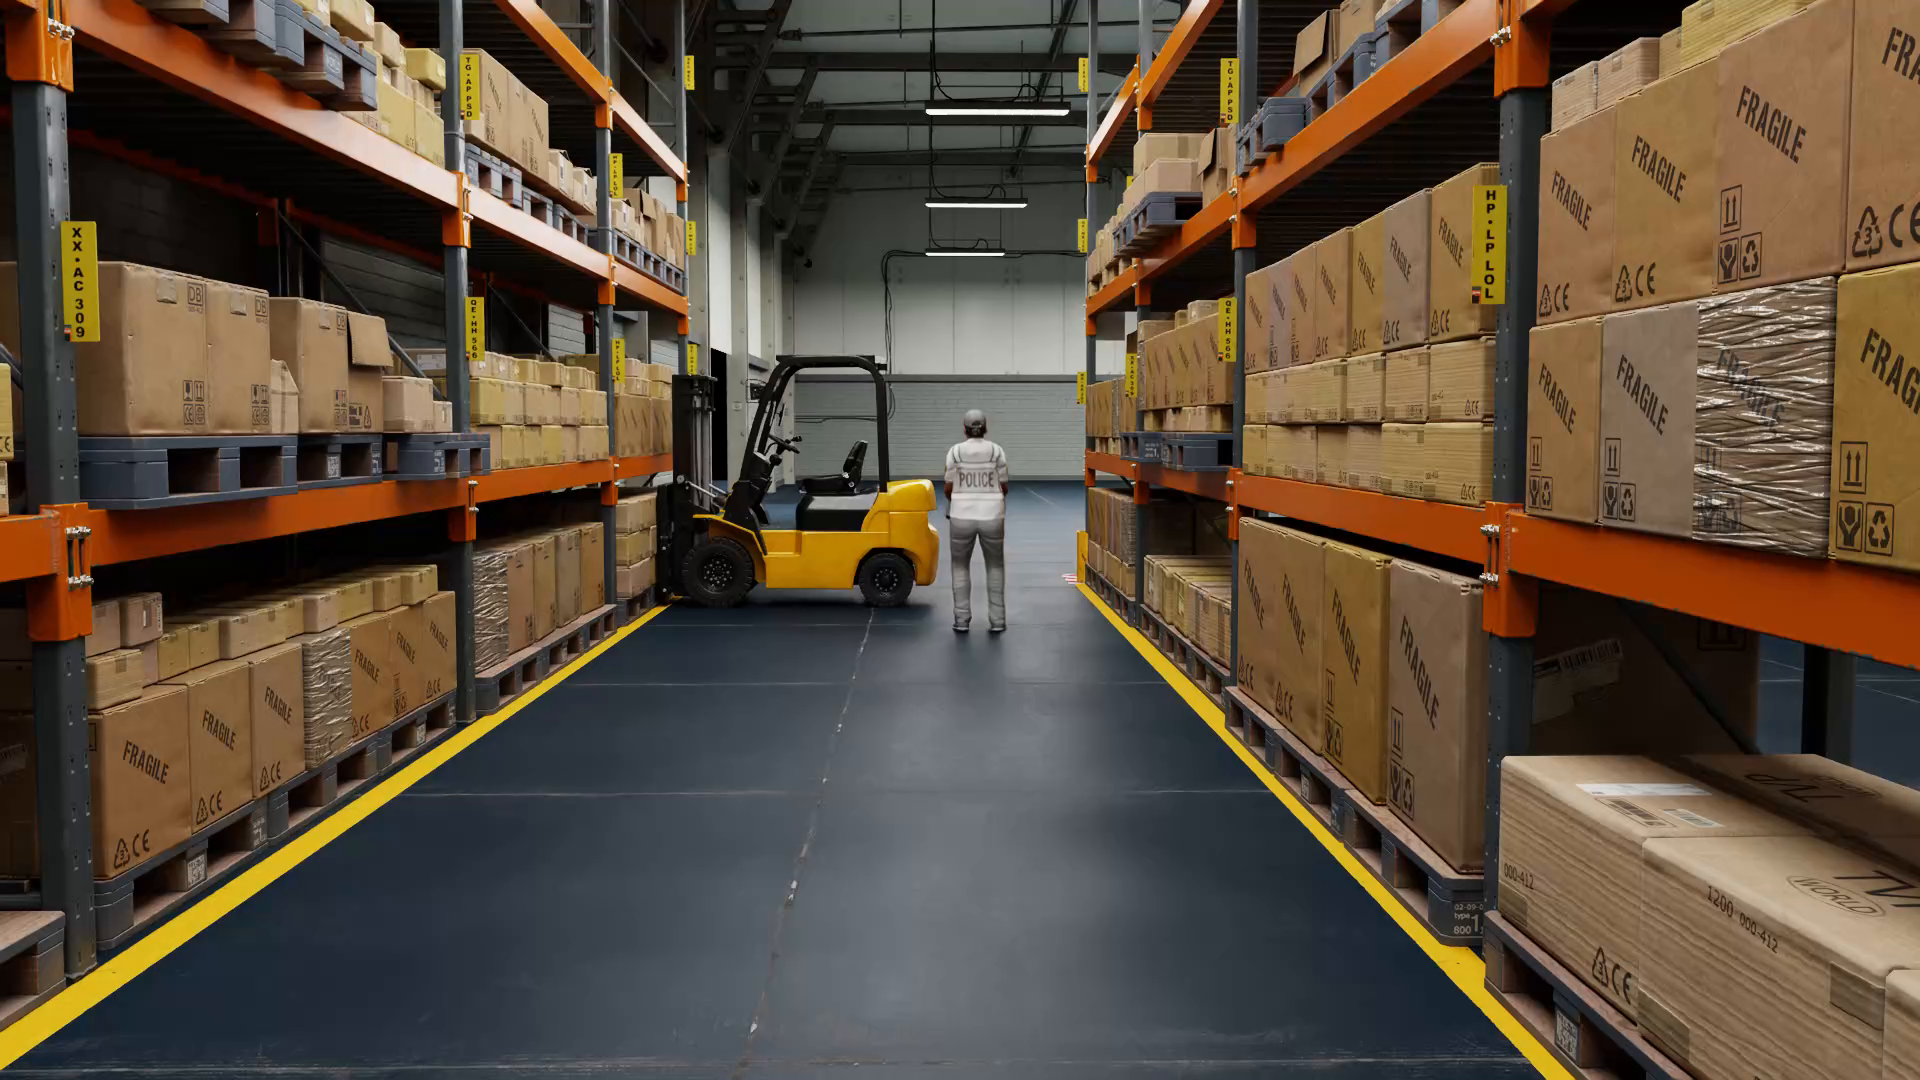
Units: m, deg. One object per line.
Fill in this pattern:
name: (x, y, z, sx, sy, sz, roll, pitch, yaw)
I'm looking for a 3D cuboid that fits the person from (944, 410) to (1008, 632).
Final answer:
person: (0.120, -0.143, 12.544, 0.487, 1.670, 0.503, 0, 4, -2)
